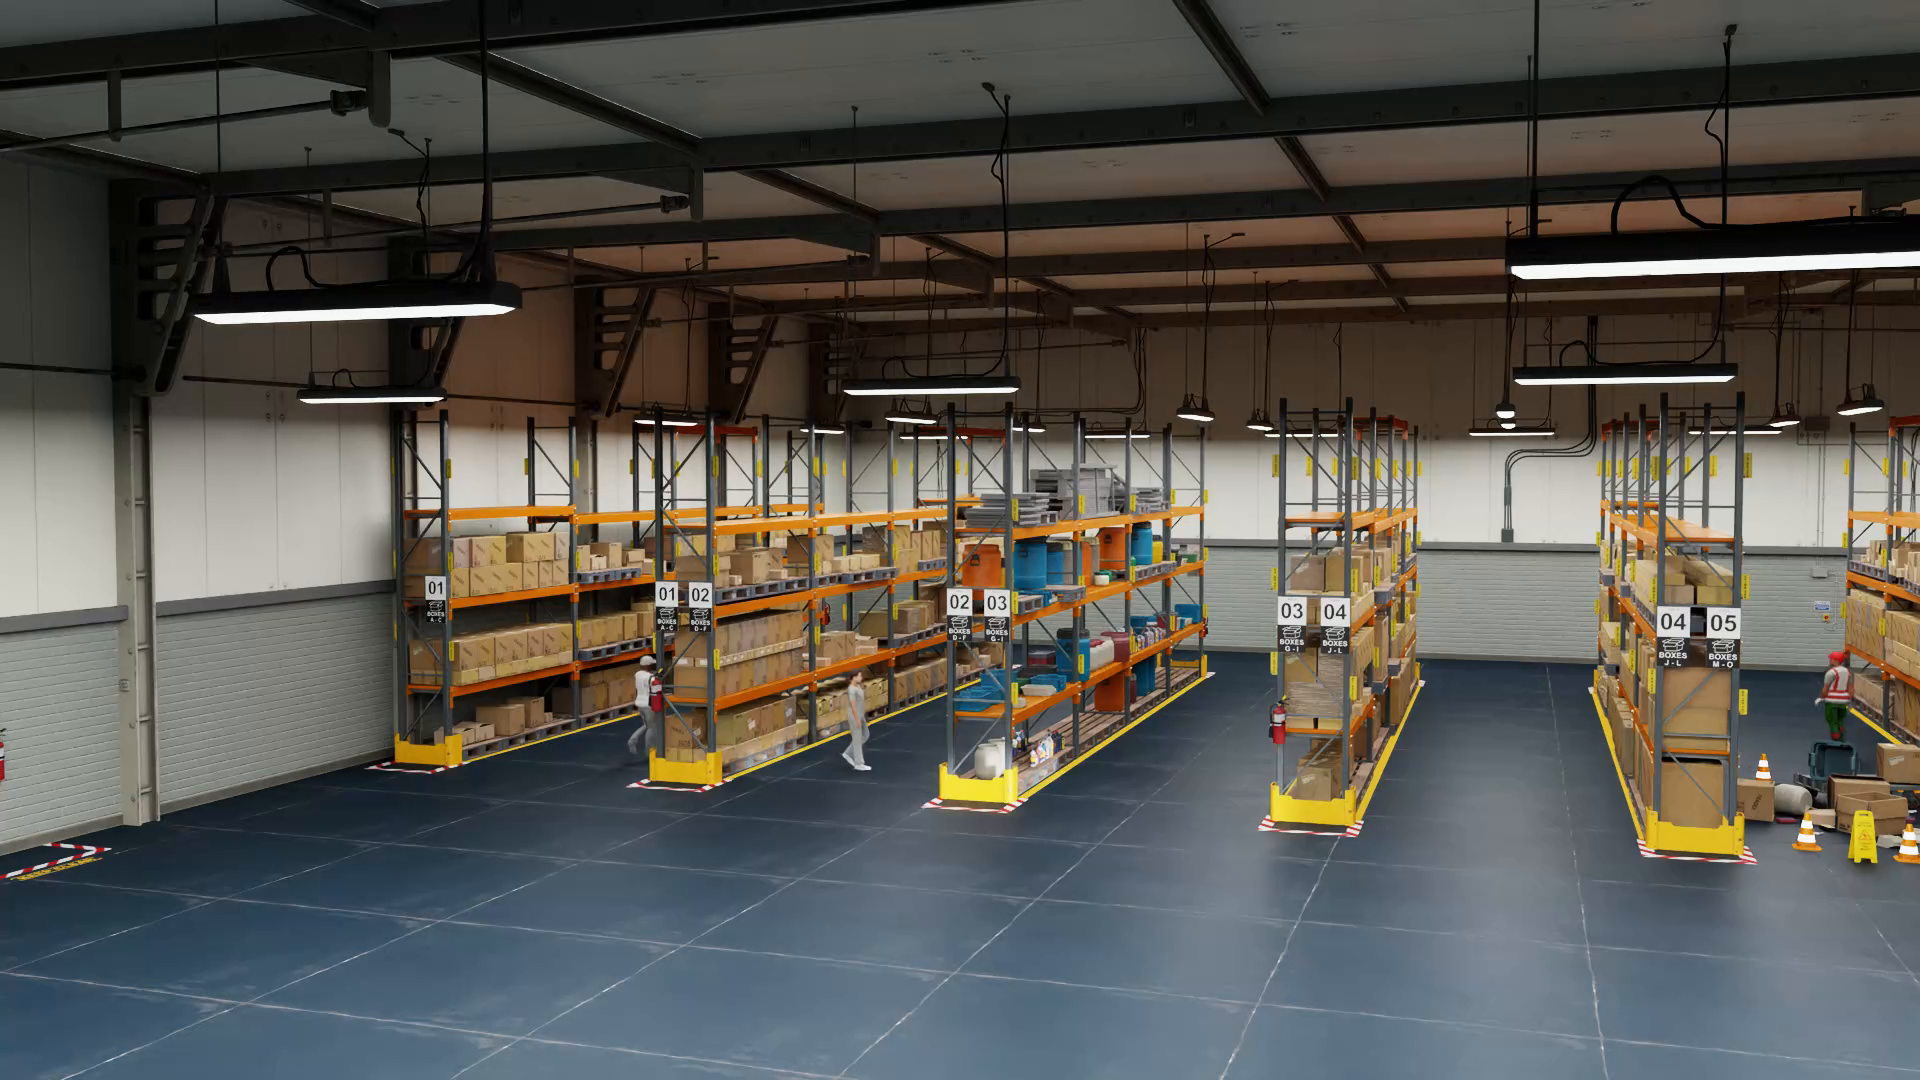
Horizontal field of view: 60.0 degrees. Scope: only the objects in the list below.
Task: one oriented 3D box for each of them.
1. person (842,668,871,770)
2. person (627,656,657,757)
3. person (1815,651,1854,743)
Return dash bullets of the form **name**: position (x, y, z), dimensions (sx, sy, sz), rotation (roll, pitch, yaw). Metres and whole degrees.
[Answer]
- **person**: position (-1.675, 2.973, 27.718), dimensions (0.494, 1.671, 0.536), rotation (0, 2, 11)
- **person**: position (-5.448, 2.875, 28.756), dimensions (0.602, 1.759, 0.583), rotation (-2, 3, -38)
- **person**: position (15.321, 2.855, 29.080), dimensions (0.607, 1.822, 0.502), rotation (0, 2, 5)
